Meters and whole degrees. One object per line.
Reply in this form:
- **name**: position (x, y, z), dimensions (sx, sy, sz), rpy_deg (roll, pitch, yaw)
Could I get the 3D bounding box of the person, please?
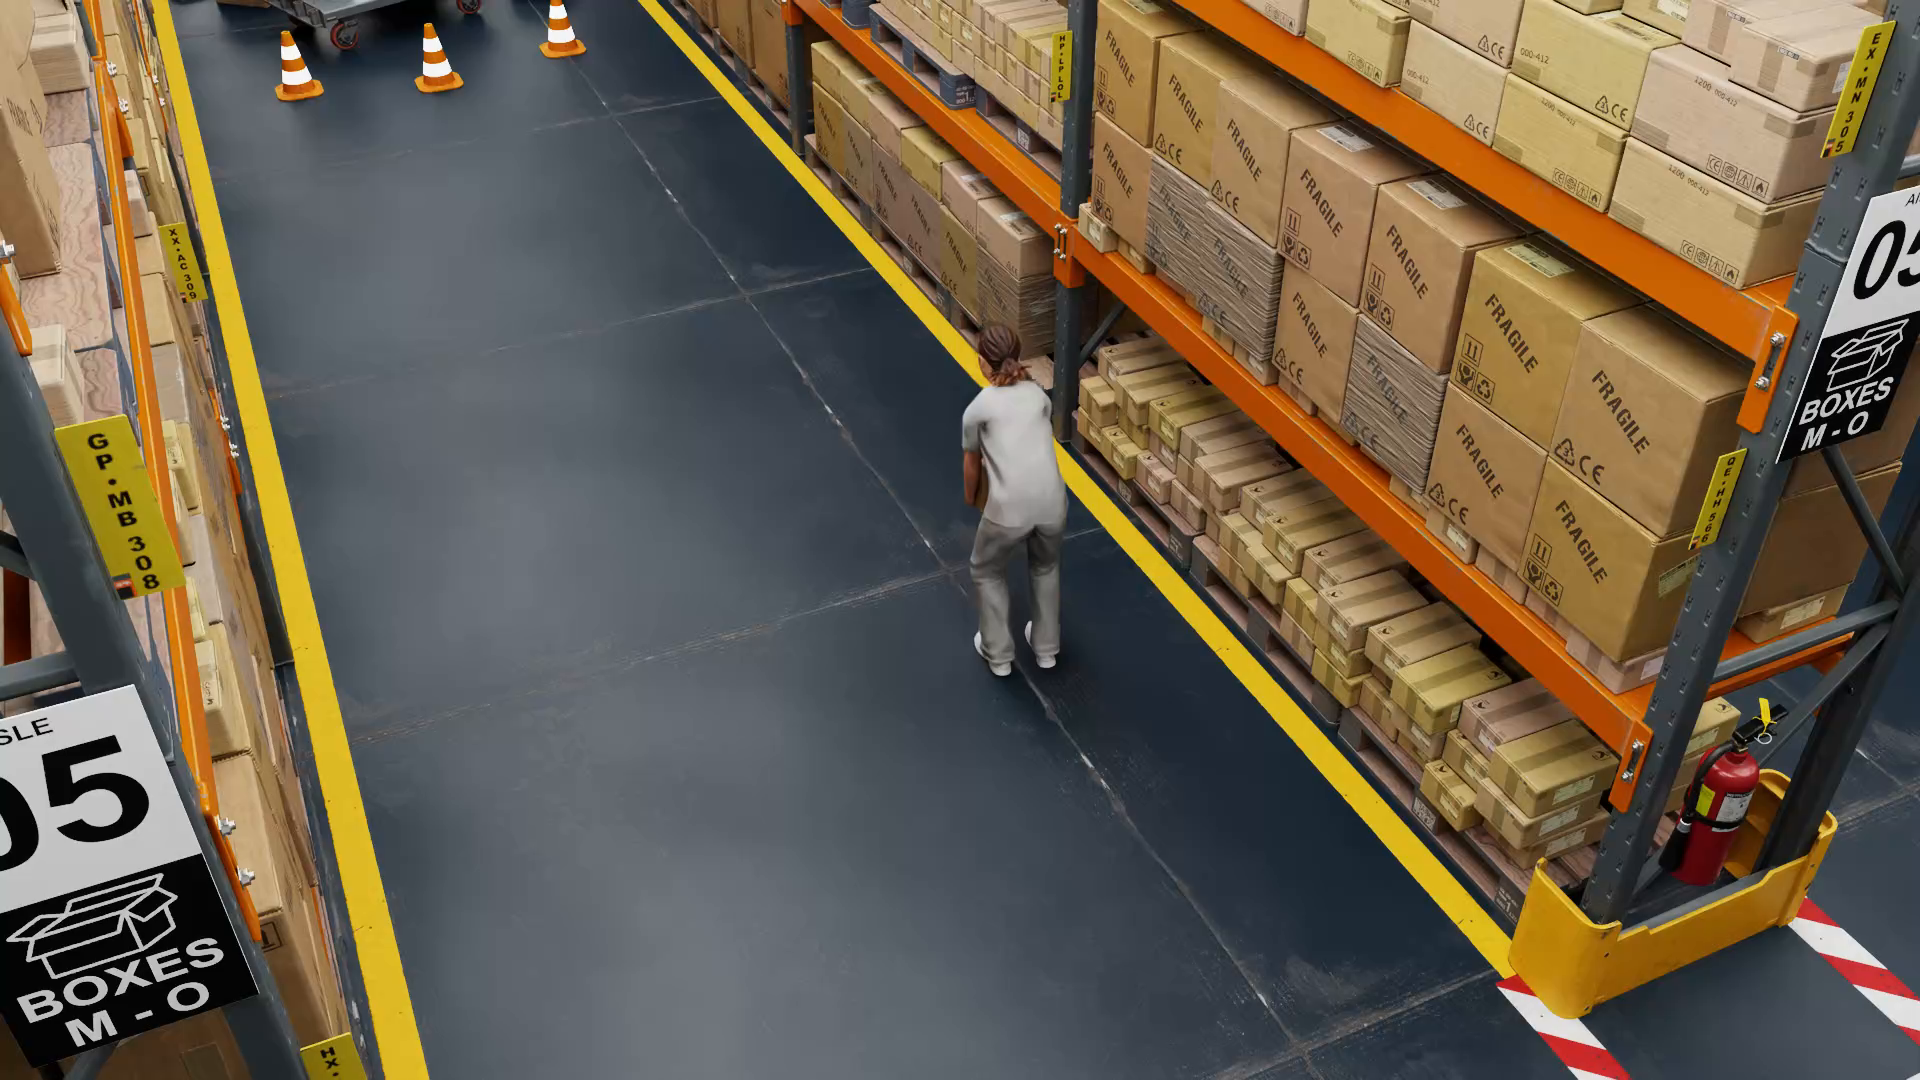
- **person**: position (0.222, -0.163, 7.186), dimensions (0.408, 1.538, 0.630), rpy_deg (-11, 39, -13)
